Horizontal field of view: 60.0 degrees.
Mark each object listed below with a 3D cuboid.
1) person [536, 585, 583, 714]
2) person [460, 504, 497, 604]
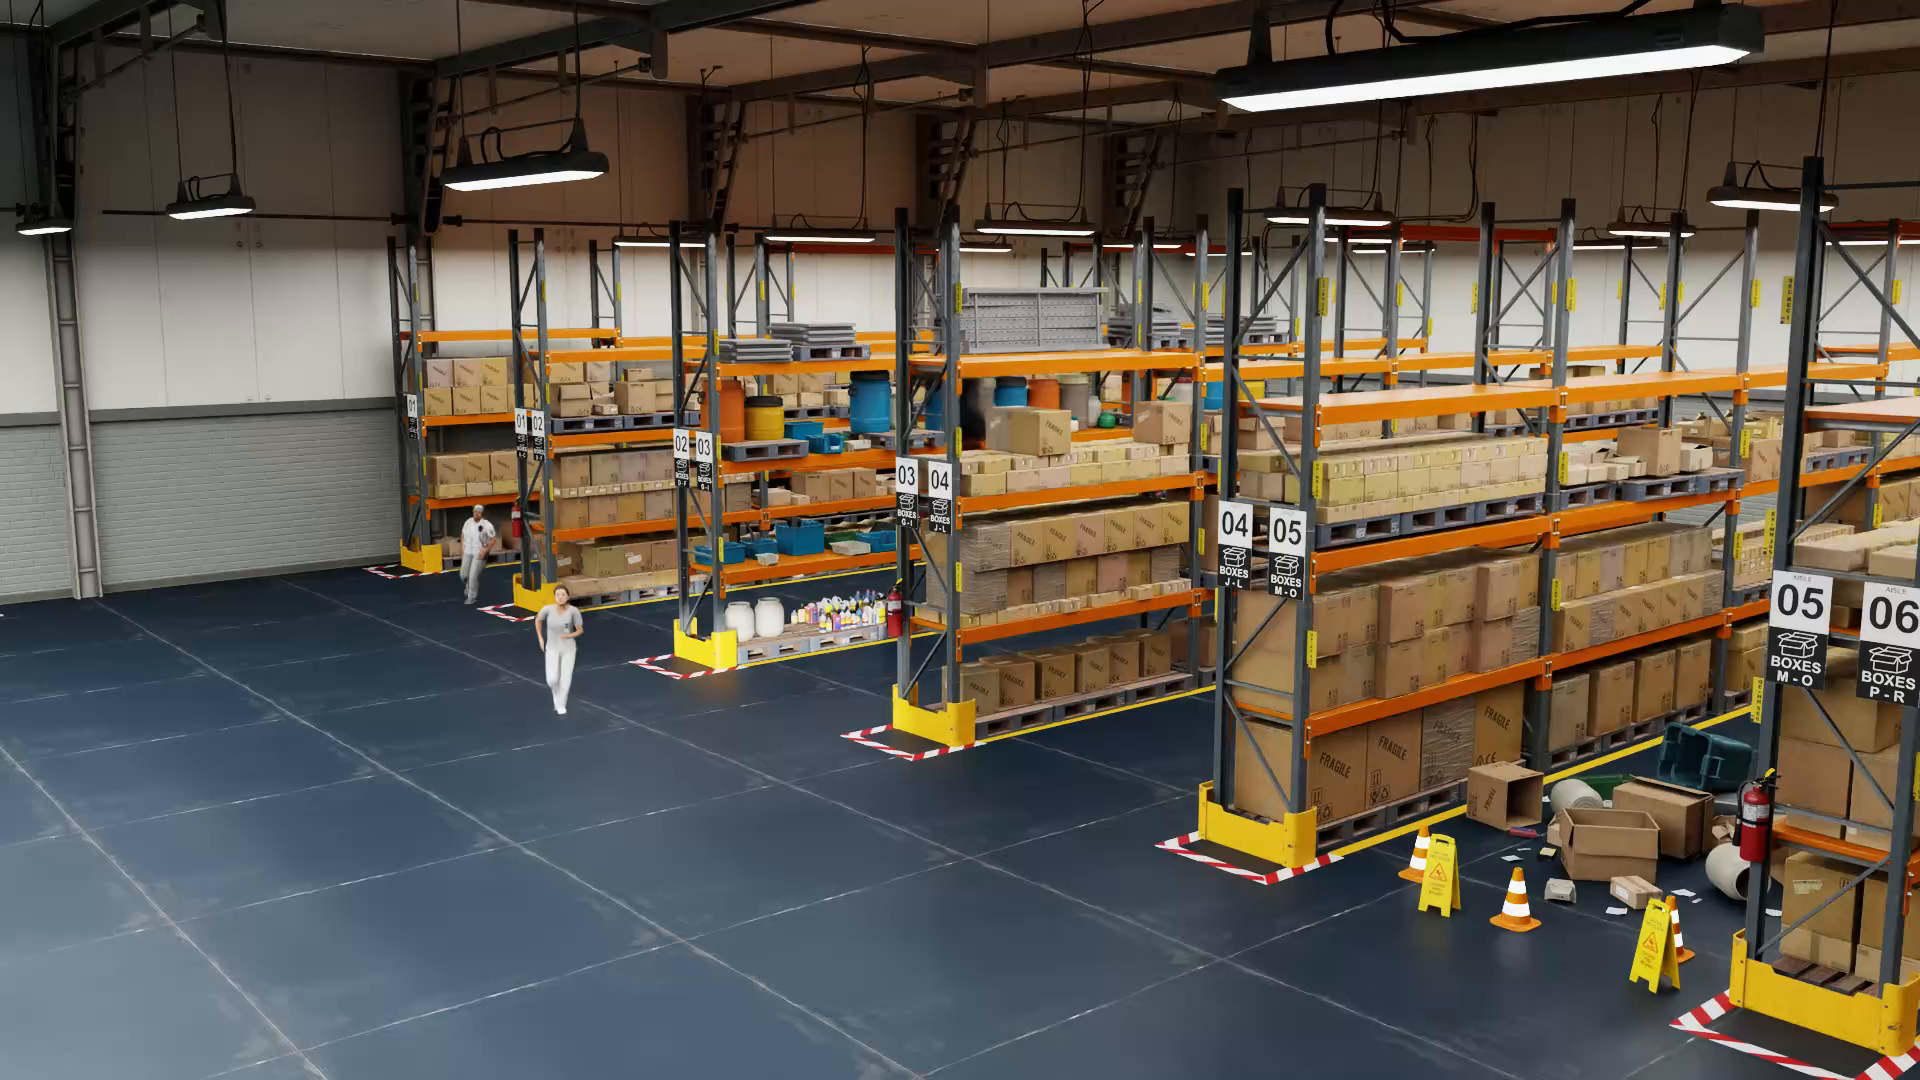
[{"bbox_3d":[-4.772,1.324,19.835,0.556,1.598,0.640,-2,9,-11],"label":"person"},{"bbox_3d":[0.165,1.095,20.359,18.230,1.951,12.215,1,9,7],"label":"person"}]
